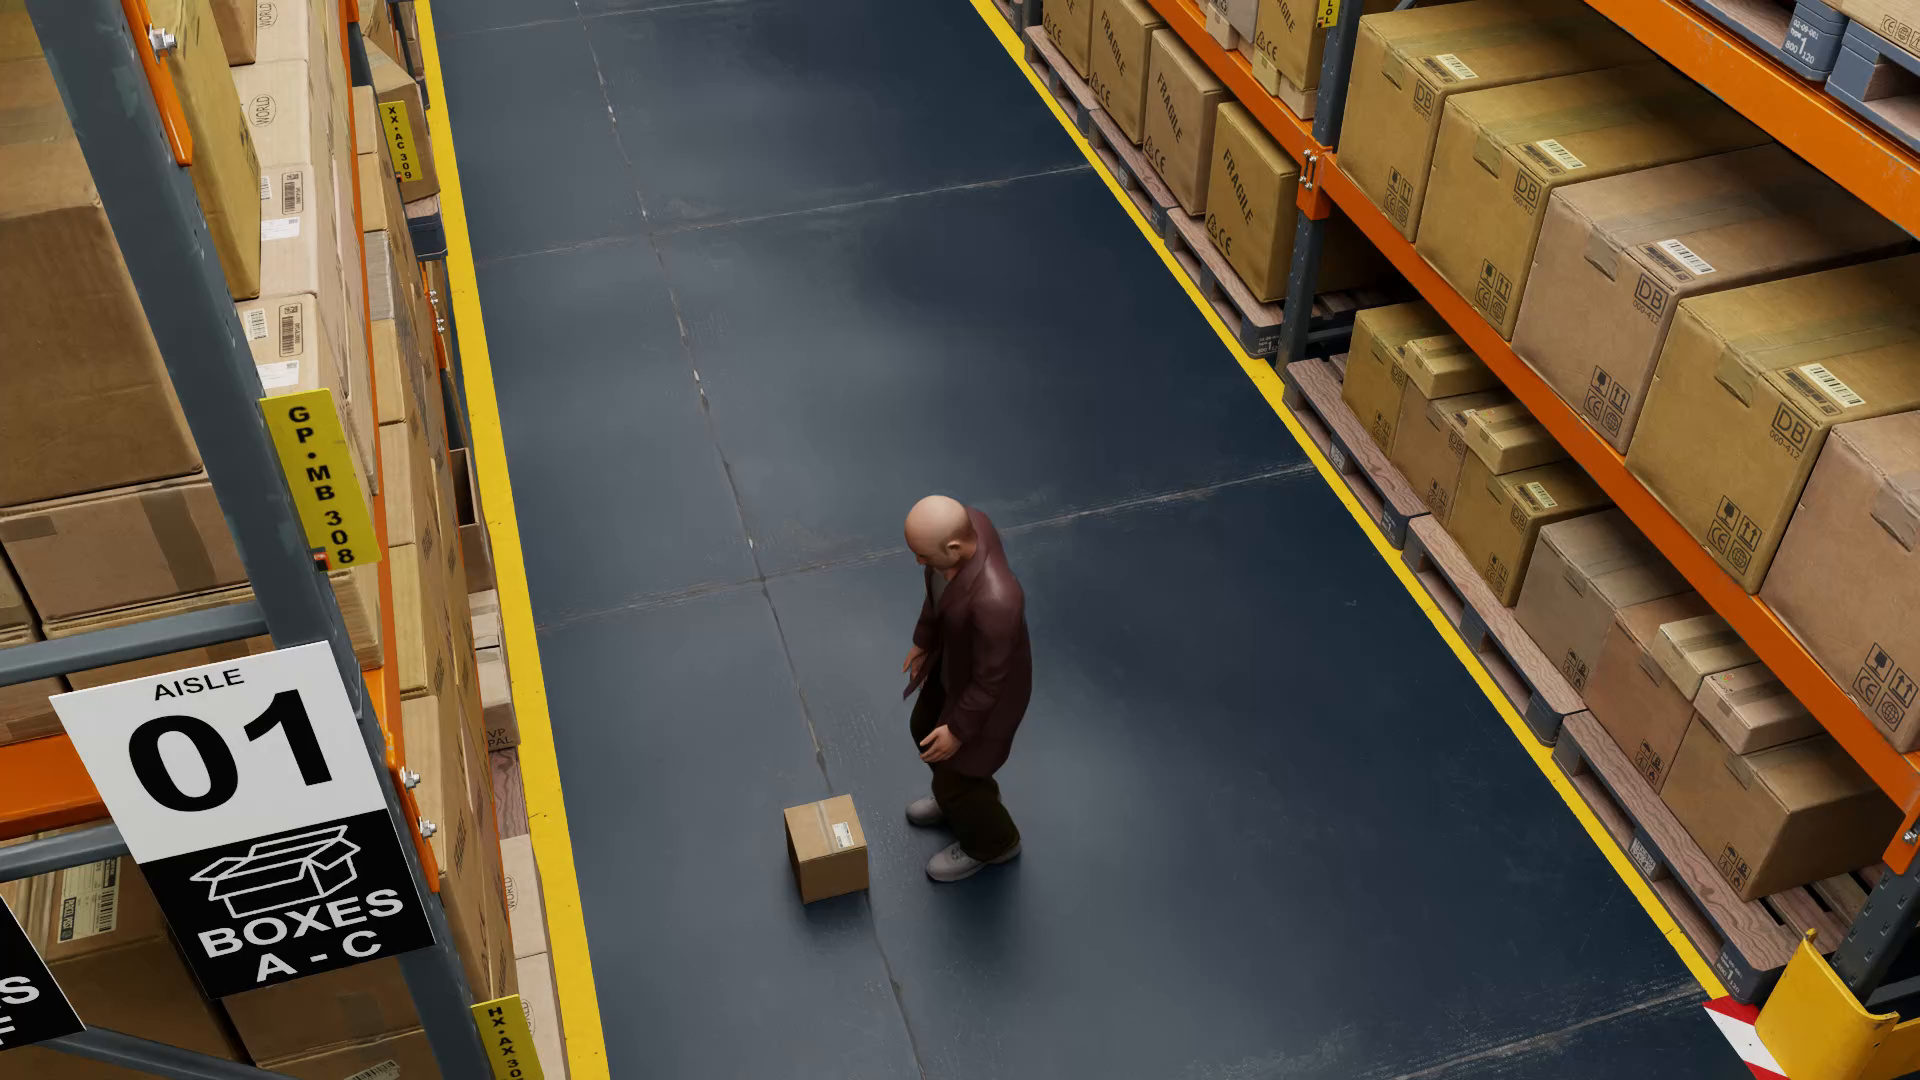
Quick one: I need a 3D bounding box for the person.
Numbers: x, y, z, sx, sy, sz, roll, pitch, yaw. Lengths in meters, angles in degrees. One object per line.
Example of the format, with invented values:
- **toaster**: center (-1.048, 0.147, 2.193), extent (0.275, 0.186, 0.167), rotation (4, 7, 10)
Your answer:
- **person**: center (0.023, 0.498, 5.667), extent (0.442, 1.715, 0.595), rotation (-11, 43, -12)
